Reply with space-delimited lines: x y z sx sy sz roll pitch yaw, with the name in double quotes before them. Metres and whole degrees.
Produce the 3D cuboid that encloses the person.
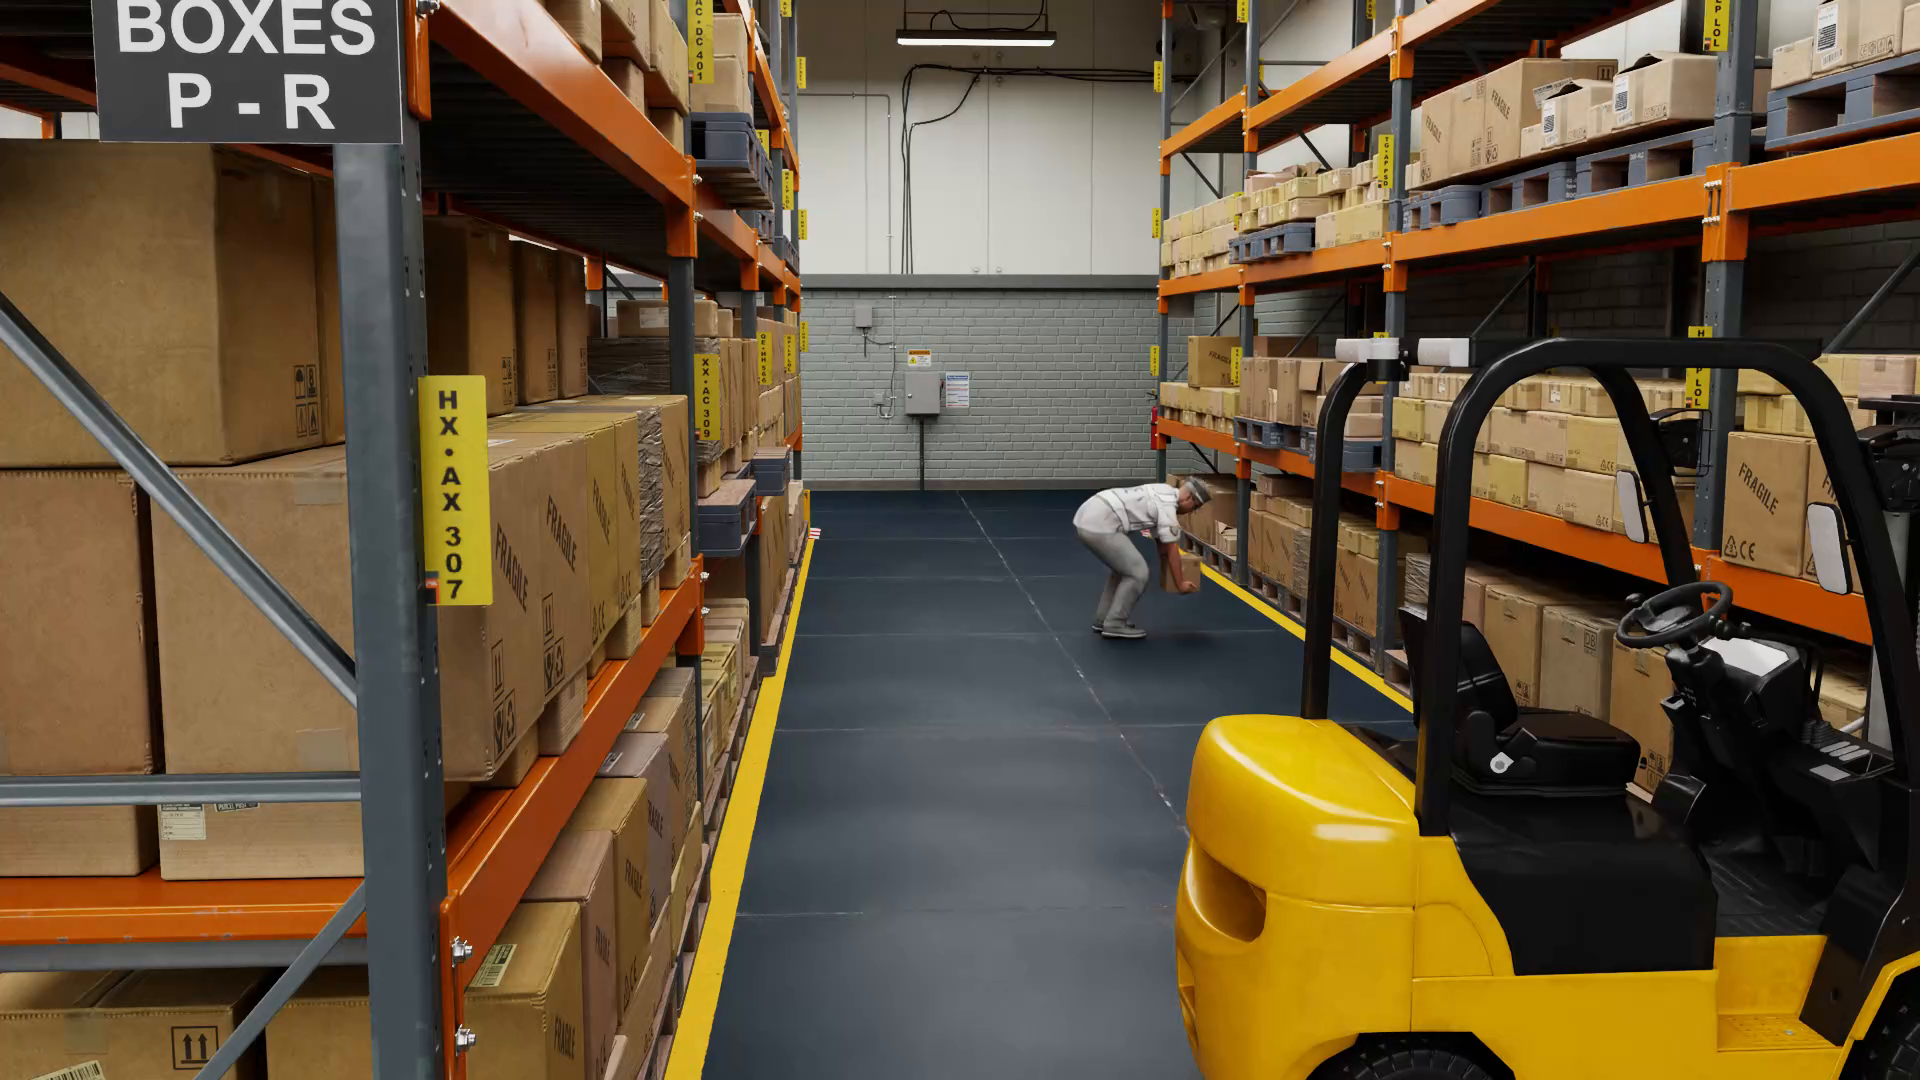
"person" 1.348 0.117 12.204 1.029 1.171 0.516 -1 7 -6
